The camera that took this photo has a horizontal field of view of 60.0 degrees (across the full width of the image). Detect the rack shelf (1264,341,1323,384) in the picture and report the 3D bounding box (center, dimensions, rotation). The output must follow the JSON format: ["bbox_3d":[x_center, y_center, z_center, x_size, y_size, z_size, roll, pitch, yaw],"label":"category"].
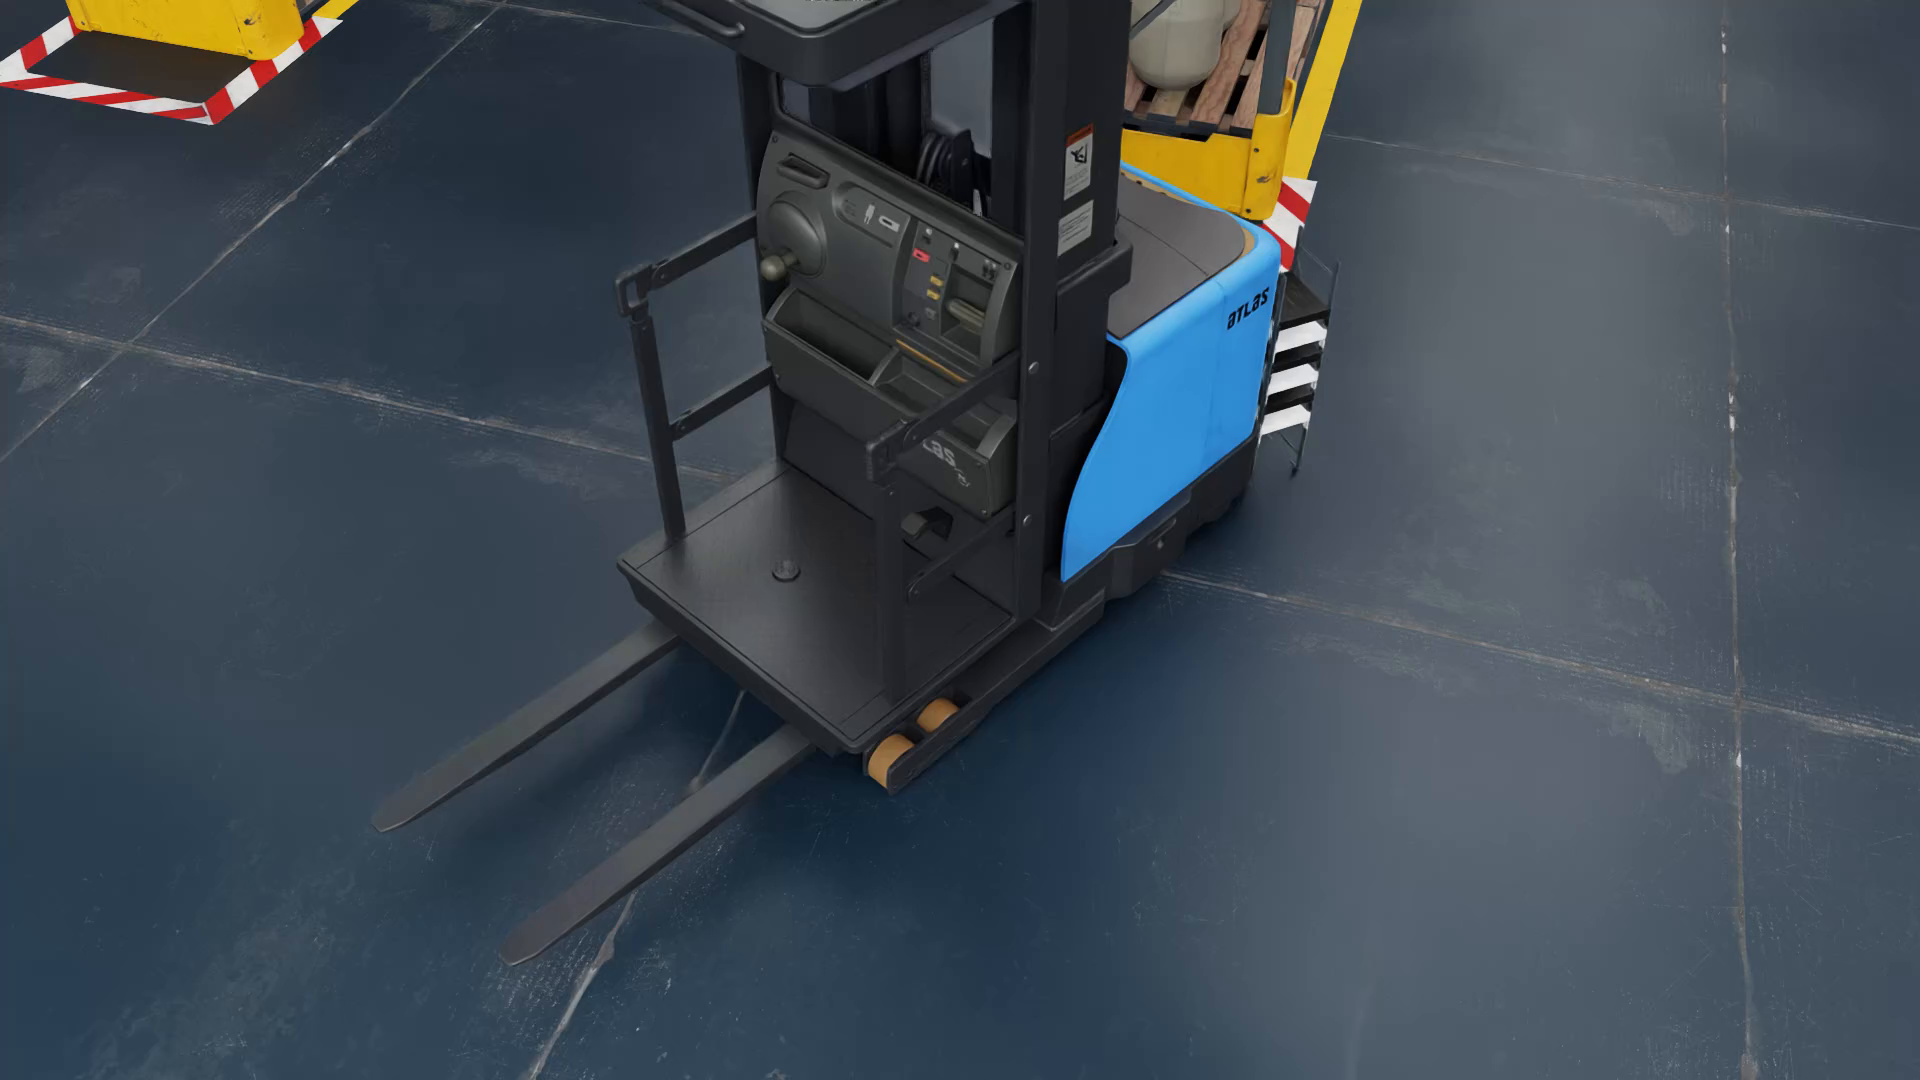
[{"bbox_3d":[1.086,-0.661,5.700,0.200,0.077,0.258,-17,47,-17],"label":"rack shelf"}]

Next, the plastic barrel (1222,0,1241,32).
[{"bbox_3d":[1.123,-2.662,7.805,0.421,0.512,0.421,0,44,0],"label":"plastic barrel"}]

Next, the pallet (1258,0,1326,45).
[{"bbox_3d":[1.446,-3.027,8.693,1.003,0.211,1.213,13,46,13],"label":"pallet"}]

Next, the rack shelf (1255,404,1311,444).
[{"bbox_3d":[1.084,-0.468,5.889,0.200,0.077,0.258,-17,47,-17],"label":"rack shelf"}]

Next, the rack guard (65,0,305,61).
[{"bbox_3d":[-3.882,-2.755,8.208,1.175,0.500,0.348,13,46,13],"label":"rack guard"}]

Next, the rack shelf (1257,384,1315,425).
[{"bbox_3d":[1.085,-0.532,5.826,0.200,0.077,0.258,-17,47,-17],"label":"rack shelf"}]

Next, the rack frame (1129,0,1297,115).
[{"bbox_3d":[0.845,-2.613,6.275,1.000,3.000,0.127,13,46,13],"label":"rack frame"}]

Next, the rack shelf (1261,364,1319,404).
[{"bbox_3d":[1.085,-0.597,5.763,0.200,0.077,0.258,-17,47,-17],"label":"rack shelf"}]

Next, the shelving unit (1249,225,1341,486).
[{"bbox_3d":[1.085,-0.621,5.740,0.210,0.900,0.258,-17,47,-17],"label":"shelving unit"}]

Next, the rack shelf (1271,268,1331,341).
[{"bbox_3d":[1.086,-0.790,5.575,0.200,0.077,0.258,-17,47,-17],"label":"rack shelf"}]

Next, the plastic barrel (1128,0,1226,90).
[{"bbox_3d":[0.972,-2.328,7.463,0.421,0.512,0.421,0,44,0],"label":"plastic barrel"}]

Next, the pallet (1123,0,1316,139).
[{"bbox_3d":[1.074,-2.217,7.865,1.003,0.211,1.213,13,46,13],"label":"pallet"}]

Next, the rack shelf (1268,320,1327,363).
[{"bbox_3d":[1.086,-0.726,5.638,0.200,0.077,0.258,-17,47,-17],"label":"rack shelf"}]

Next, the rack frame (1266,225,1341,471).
[{"bbox_3d":[1.178,-0.649,5.770,0.006,0.900,0.240,-17,47,-17],"label":"rack frame"}]

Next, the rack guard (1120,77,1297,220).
[{"bbox_3d":[0.823,-1.780,7.211,1.175,0.500,0.348,13,46,13],"label":"rack guard"}]

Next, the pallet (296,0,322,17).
[{"bbox_3d":[-3.683,-3.186,8.855,1.003,0.211,1.213,13,46,13],"label":"pallet"}]

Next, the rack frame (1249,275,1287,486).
[{"bbox_3d":[0.993,-0.592,5.710,0.006,0.900,0.240,-17,47,-17],"label":"rack frame"}]

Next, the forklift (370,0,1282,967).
[{"bbox_3d":[-0.359,-0.710,4.380,1.130,2.935,3.031,34,54,30],"label":"forklift"}]
